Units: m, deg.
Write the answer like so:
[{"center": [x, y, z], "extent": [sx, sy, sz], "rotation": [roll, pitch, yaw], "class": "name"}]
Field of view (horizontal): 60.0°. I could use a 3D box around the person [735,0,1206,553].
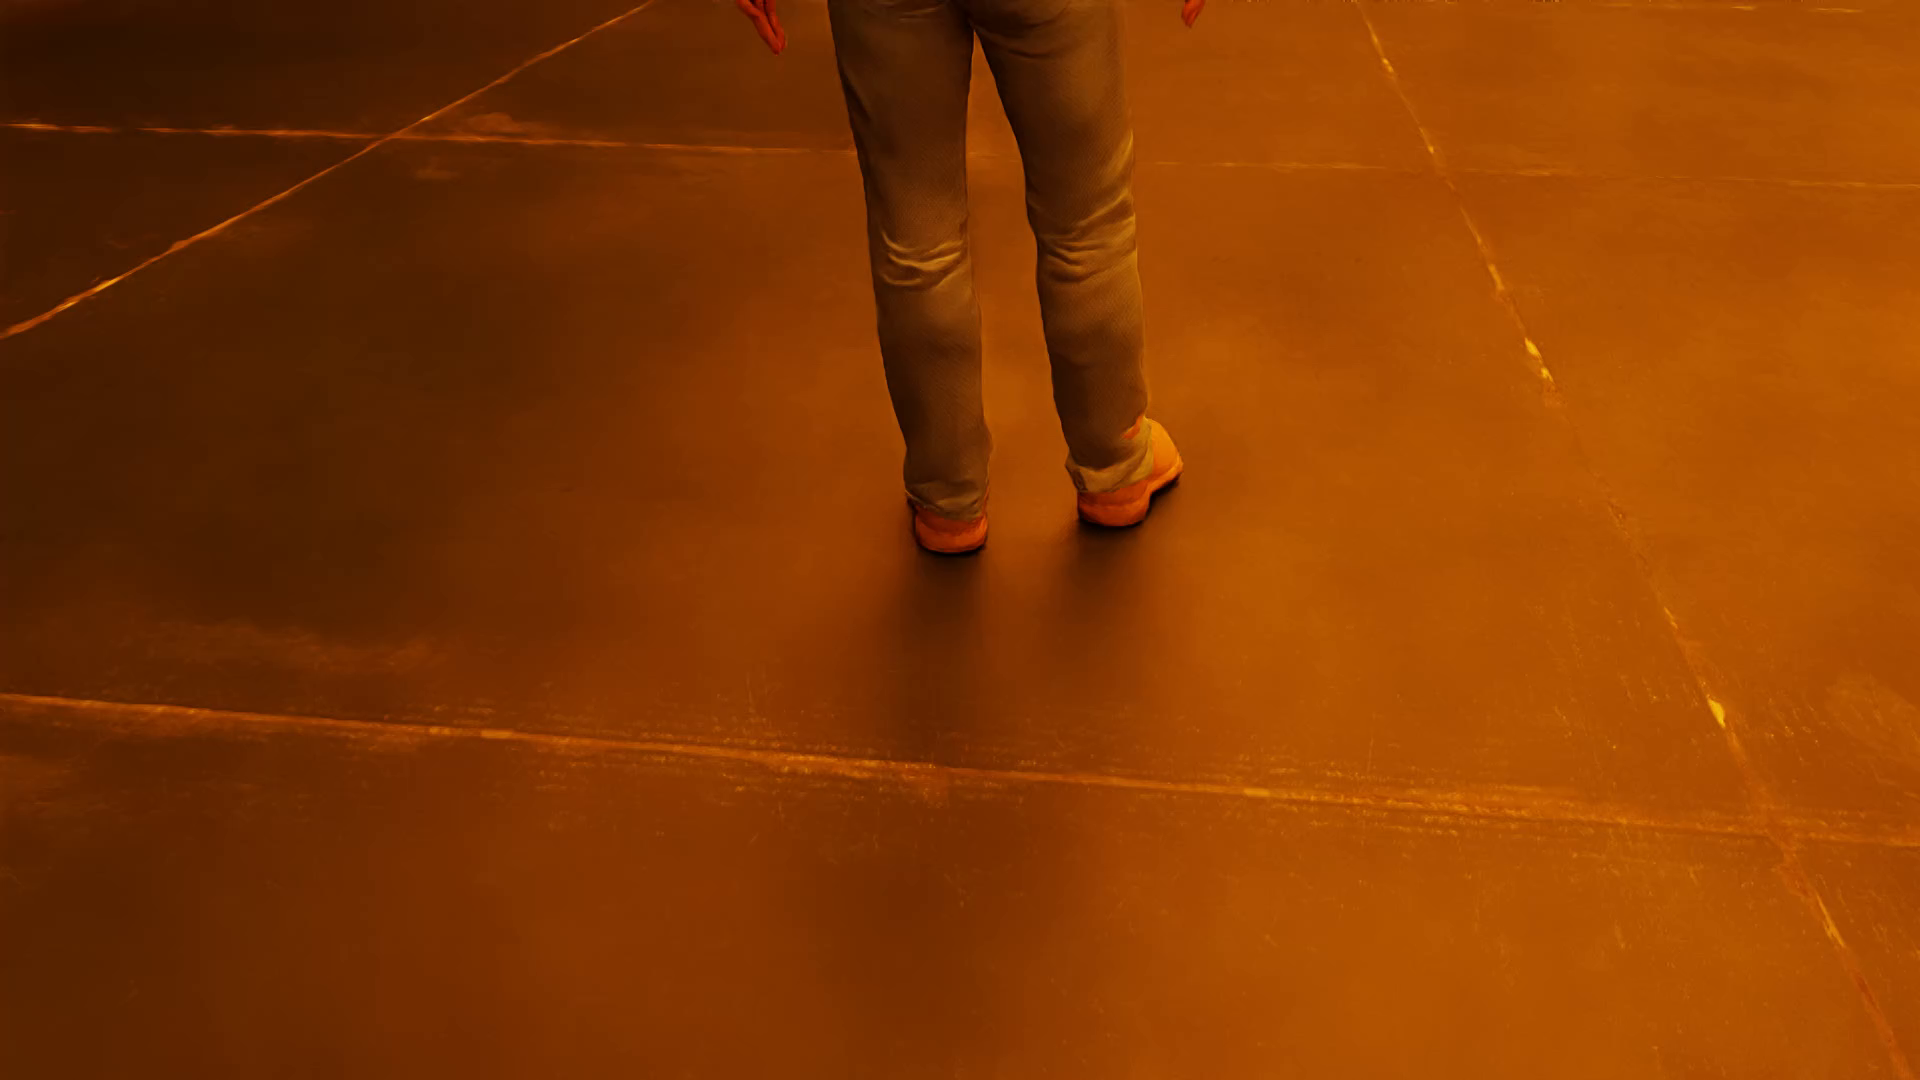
[{"center": [0.015, -0.827, 2.164], "extent": [0.665, 1.766, 0.576], "rotation": [3, 27, 7], "class": "person"}]
